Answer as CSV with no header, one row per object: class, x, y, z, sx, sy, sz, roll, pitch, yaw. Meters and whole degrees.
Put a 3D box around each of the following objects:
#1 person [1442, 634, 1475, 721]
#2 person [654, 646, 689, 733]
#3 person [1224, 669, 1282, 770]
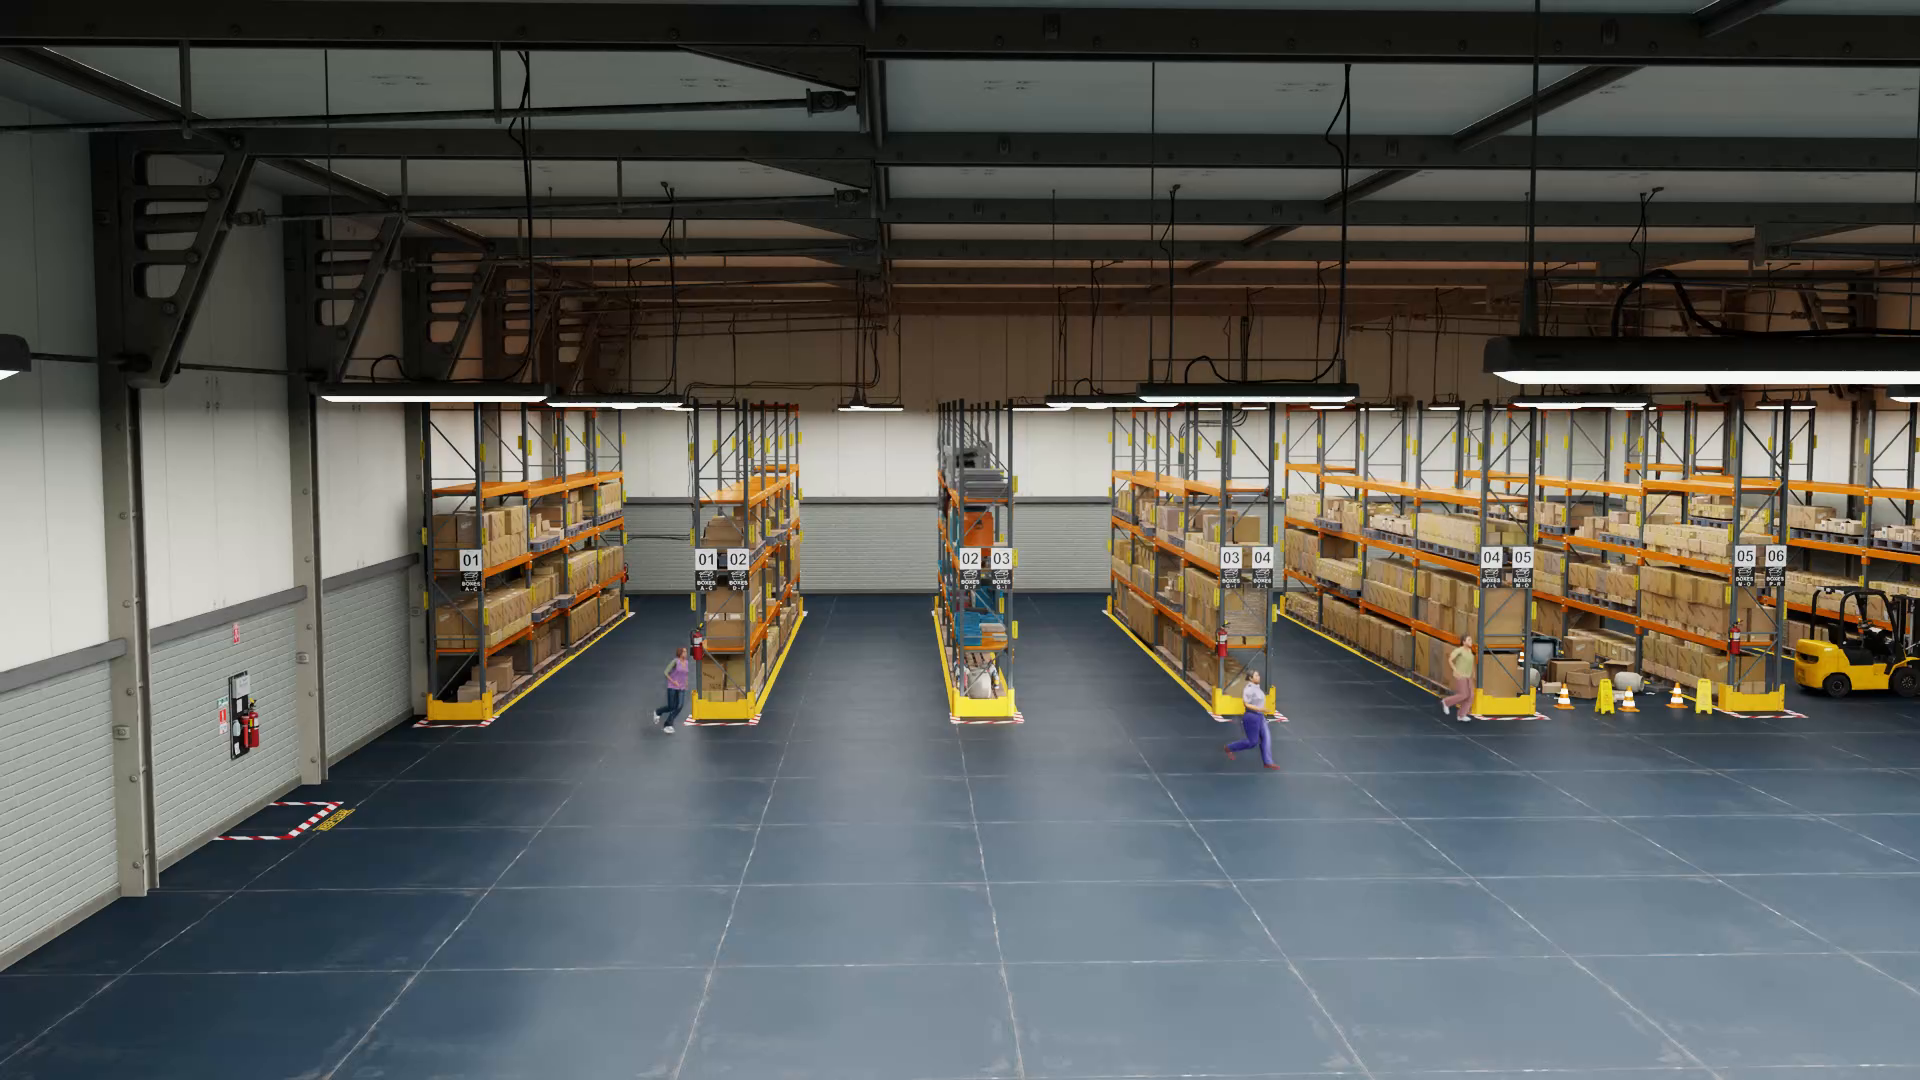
person,9.380,2.556,31.118,0.631,1.624,0.590,-3,5,-36
person,-5.178,2.684,30.162,0.627,1.516,0.592,4,6,44
person,4.736,2.880,26.777,0.932,1.614,0.621,2,5,26
